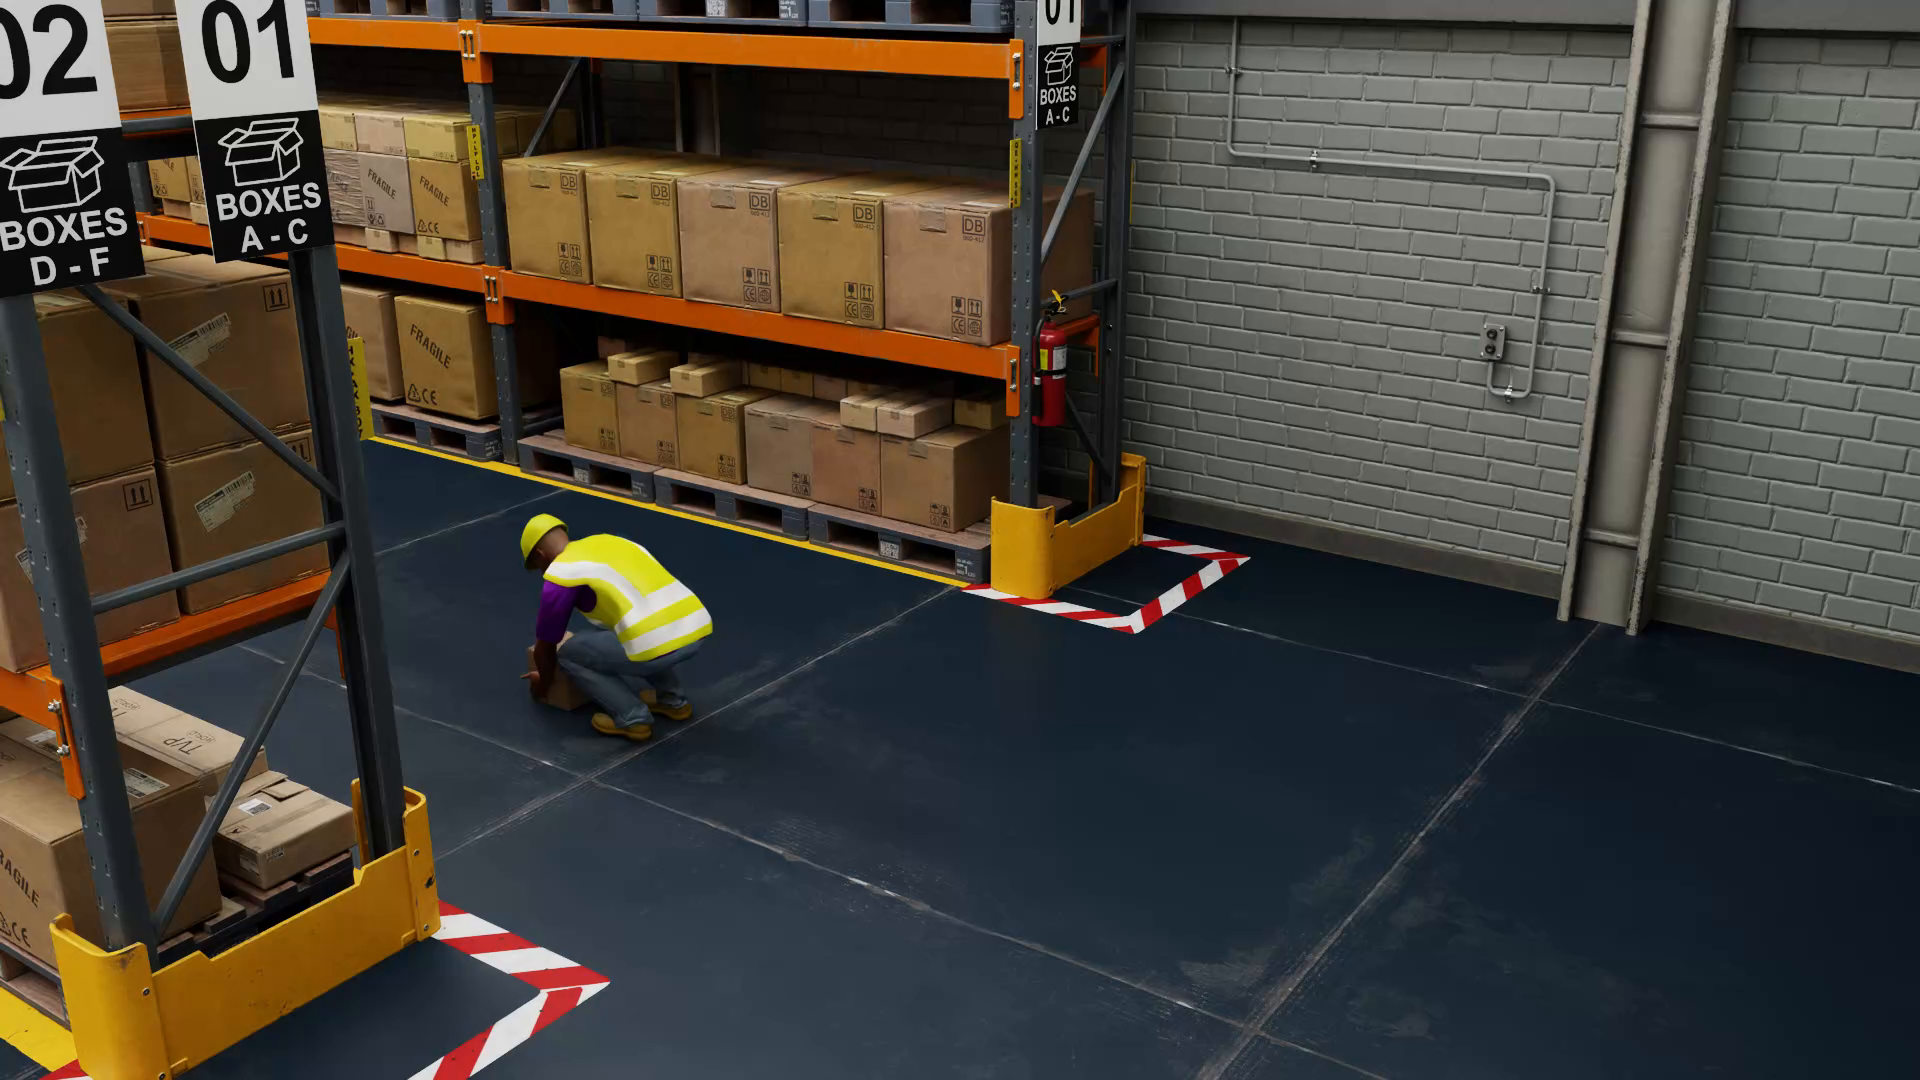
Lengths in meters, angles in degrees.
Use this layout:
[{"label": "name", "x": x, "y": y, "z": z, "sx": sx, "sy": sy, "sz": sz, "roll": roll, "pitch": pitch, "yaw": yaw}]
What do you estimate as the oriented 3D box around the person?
[{"label": "person", "x": -1.537, "y": 0.372, "z": 7.290, "sx": 0.897, "sy": 0.902, "sz": 0.565, "roll": 13, "pitch": 23, "yaw": 32}]
